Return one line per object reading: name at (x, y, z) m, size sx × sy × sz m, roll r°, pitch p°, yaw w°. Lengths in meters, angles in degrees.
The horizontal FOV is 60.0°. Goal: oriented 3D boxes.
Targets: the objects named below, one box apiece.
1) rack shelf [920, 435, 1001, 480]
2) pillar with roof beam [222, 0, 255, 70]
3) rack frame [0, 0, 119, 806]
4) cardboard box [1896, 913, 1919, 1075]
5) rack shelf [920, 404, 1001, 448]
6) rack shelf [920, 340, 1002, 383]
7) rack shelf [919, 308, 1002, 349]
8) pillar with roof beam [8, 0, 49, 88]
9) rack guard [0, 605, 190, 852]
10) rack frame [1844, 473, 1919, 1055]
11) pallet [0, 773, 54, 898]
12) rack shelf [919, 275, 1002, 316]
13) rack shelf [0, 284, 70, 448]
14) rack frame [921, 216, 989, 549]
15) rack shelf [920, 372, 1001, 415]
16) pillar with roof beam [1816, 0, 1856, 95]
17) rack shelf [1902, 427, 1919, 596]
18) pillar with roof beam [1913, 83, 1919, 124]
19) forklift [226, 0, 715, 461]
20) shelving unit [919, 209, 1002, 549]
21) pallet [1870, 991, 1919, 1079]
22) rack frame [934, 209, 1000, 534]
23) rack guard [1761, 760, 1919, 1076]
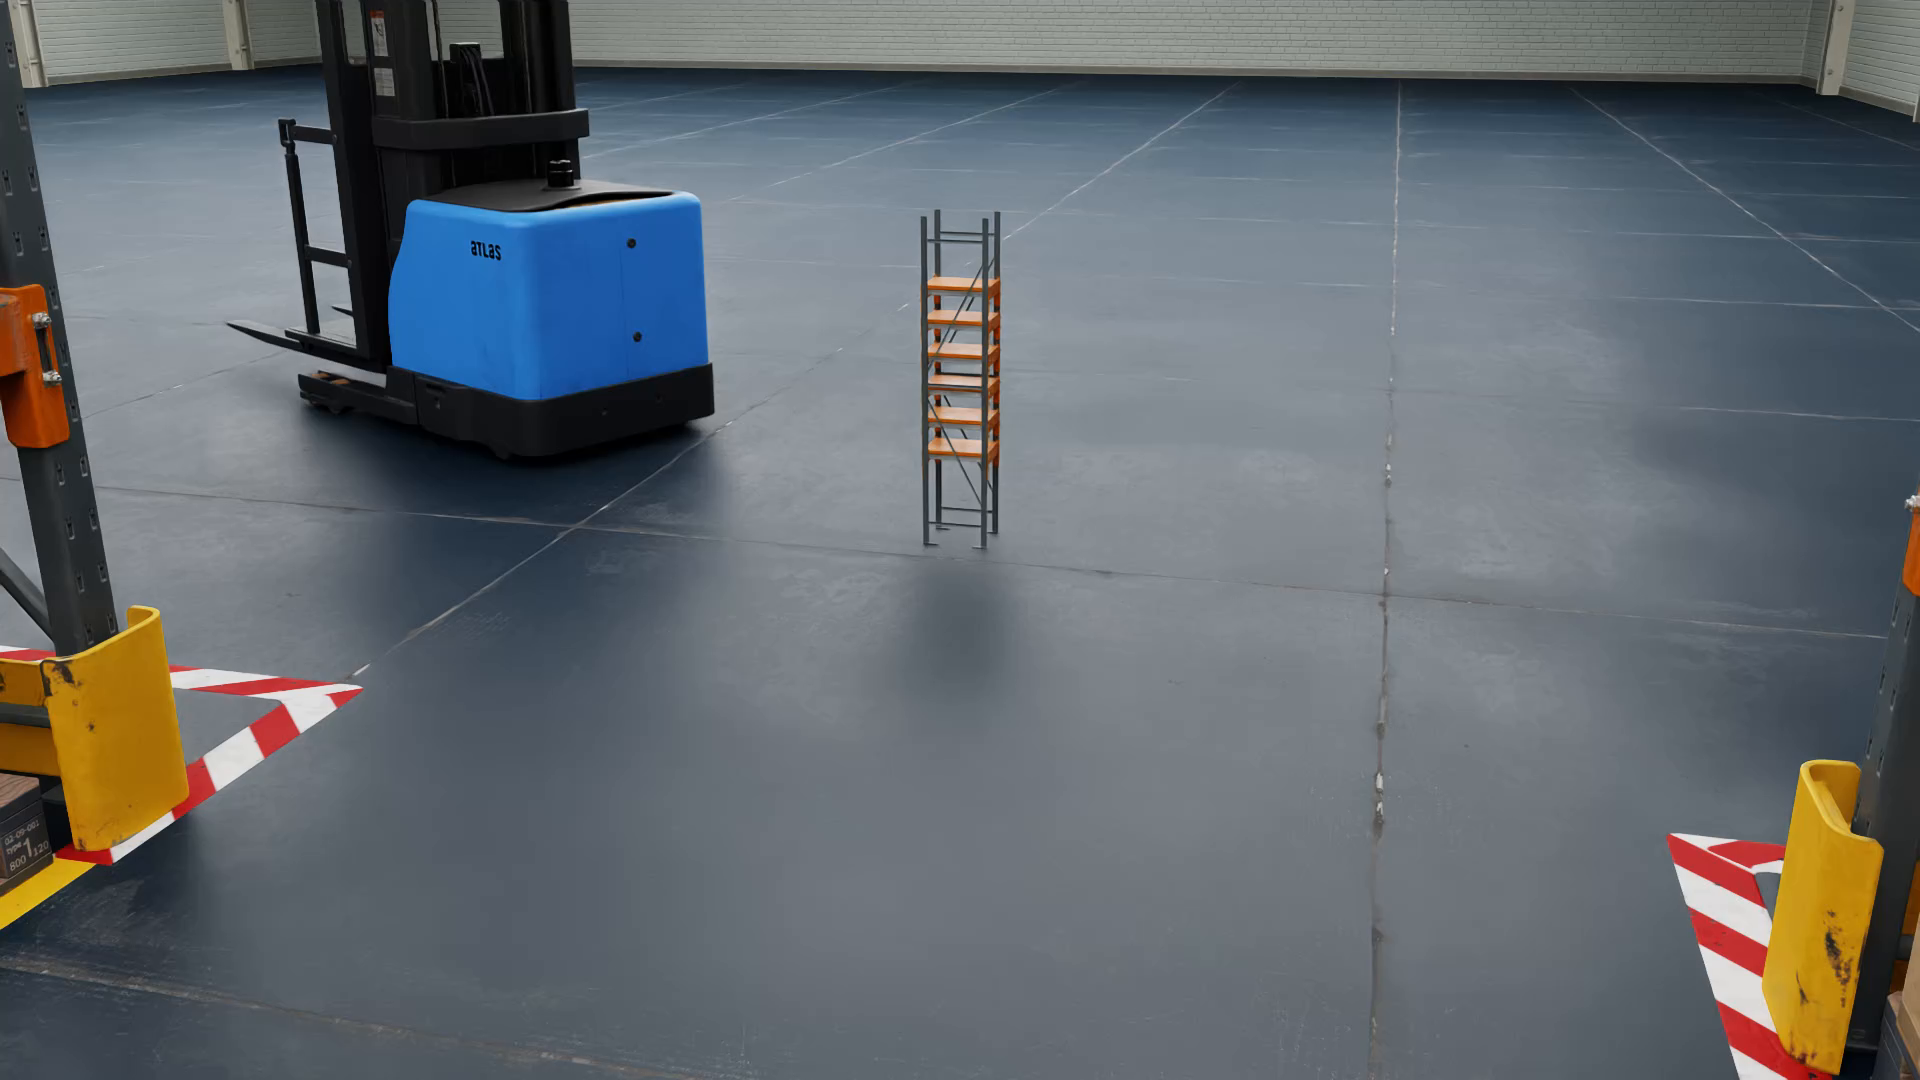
rack shelf at (0.004, -0.303, 6.099) m, size 0.258 × 0.103 × 0.180 m, roll 5°, pitch 19°, yaw 13°
pillar with roof beam at (-11.364, -14.113, 33.585) m, size 9.100 × 9.000 × 0.400 m, roll 5°, pitch 19°, yaw 13°
rack frame at (-2.597, -0.794, 3.870) m, size 1.000 × 3.000 × 0.127 m, roll 5°, pitch 19°, yaw 13°
cardboard box at (1.858, 0.852, 2.658) m, size 0.500 × 0.250 × 0.500 m, roll 5°, pitch 19°, yaw 13°
rack shelf at (0.004, -0.417, 6.060) m, size 0.258 × 0.103 × 0.180 m, roll 5°, pitch 19°, yaw 13°
rack shelf at (0.004, -0.644, 5.982) m, size 0.258 × 0.103 × 0.180 m, roll 5°, pitch 19°, yaw 13°
rack shelf at (0.004, -0.757, 5.944) m, size 0.258 × 0.103 × 0.180 m, roll 5°, pitch 19°, yaw 13°
pillar with roof beam at (-12.830, -12.233, 28.079) m, size 9.100 × 9.000 × 0.400 m, roll 5°, pitch 19°, yaw 13°
rack guard at (-2.570, 0.417, 4.194) m, size 1.175 × 0.500 × 0.348 m, roll 5°, pitch 19°, yaw 13°
rack frame at (2.205, -0.401, 2.722) m, size 1.000 × 3.000 × 0.127 m, roll 5°, pitch 19°, yaw 13°
pallet at (-2.774, 0.808, 3.496) m, size 1.003 × 0.211 × 1.213 m, roll 5°, pitch 19°, yaw 13°
rack shelf at (0.004, -0.871, 5.905) m, size 0.258 × 0.103 × 0.180 m, roll 5°, pitch 19°, yaw 13°
rack shelf at (-3.086, 0.174, 2.151) m, size 1.077 × 0.370 × 4.000 m, roll 5°, pitch 19°, yaw 13°
rack frame at (-0.019, -0.544, 5.923) m, size 0.240 × 1.200 × 0.006 m, roll 5°, pitch 19°, yaw 13°
rack shelf at (0.004, -0.530, 6.021) m, size 0.258 × 0.103 × 0.180 m, roll 5°, pitch 19°, yaw 13°
pillar with roof beam at (10.832, -12.305, 28.292) m, size 9.100 × 9.000 × 0.400 m, roll 5°, pitch 19°, yaw 13°
rack shelf at (1.716, 0.566, 1.003) m, size 1.077 × 0.370 × 4.000 m, roll 5°, pitch 19°, yaw 13°
pillar with roof beam at (9.366, -10.425, 22.787) m, size 9.100 × 9.000 × 0.400 m, roll 5°, pitch 19°, yaw 13°
forklift at (-2.575, -2.103, 7.810) m, size 3.031 × 2.935 × 1.130 m, roll 16°, pitch 24°, yaw 38°
shelving unit at (0.004, -0.572, 6.007) m, size 0.258 × 1.200 × 0.189 m, roll 5°, pitch 19°, yaw 13°
pallet at (2.059, 1.161, 2.461) m, size 1.003 × 0.211 × 1.213 m, roll 5°, pitch 19°, yaw 13°
rack frame at (0.026, -0.601, 6.091) m, size 0.240 × 1.200 × 0.006 m, roll 5°, pitch 19°, yaw 13°
rack guard at (2.211, 0.774, 3.148) m, size 1.175 × 0.500 × 0.348 m, roll 5°, pitch 19°, yaw 13°
